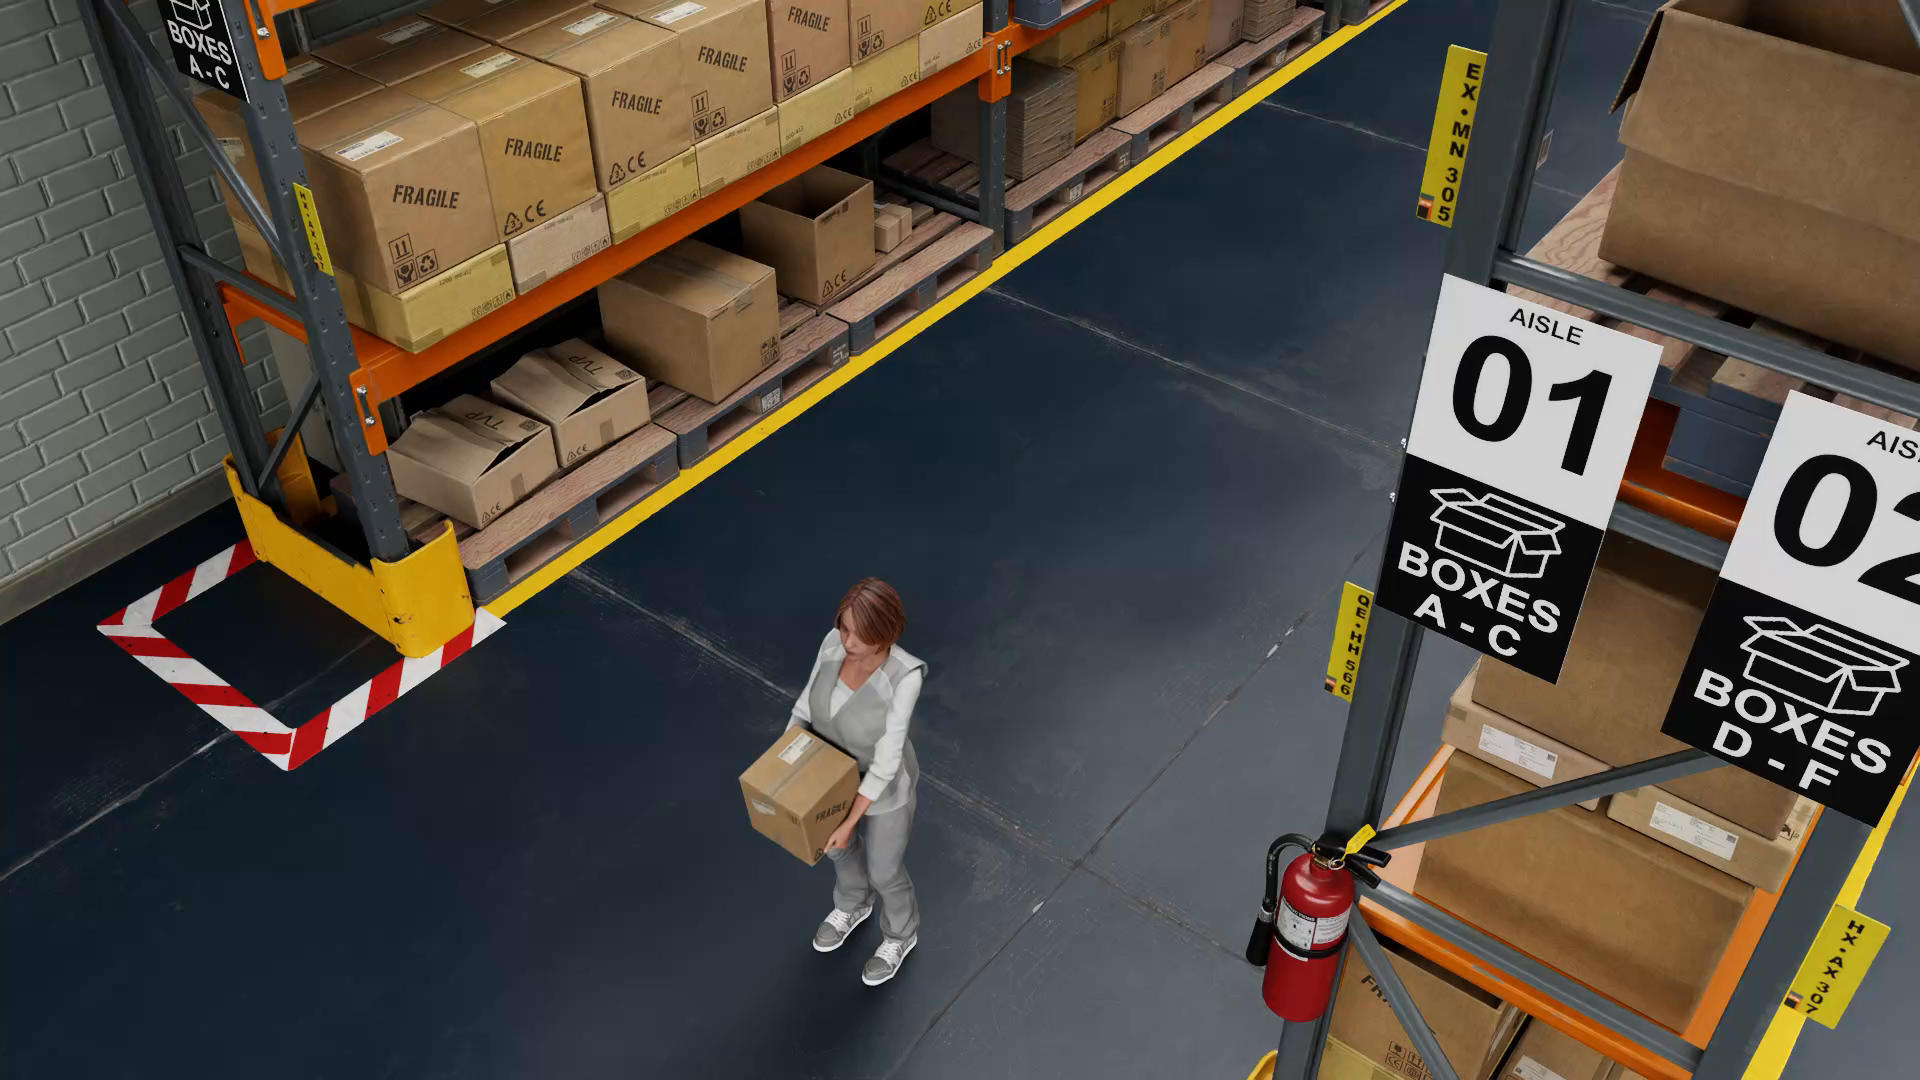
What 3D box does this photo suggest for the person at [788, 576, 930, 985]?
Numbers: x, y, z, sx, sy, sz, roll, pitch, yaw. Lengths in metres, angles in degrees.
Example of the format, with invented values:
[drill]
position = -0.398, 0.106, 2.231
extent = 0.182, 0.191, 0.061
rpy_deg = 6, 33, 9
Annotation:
[person]
position = -0.346, 0.804, 5.189
extent = 0.405, 1.589, 0.492
rpy_deg = 26, 46, 28
